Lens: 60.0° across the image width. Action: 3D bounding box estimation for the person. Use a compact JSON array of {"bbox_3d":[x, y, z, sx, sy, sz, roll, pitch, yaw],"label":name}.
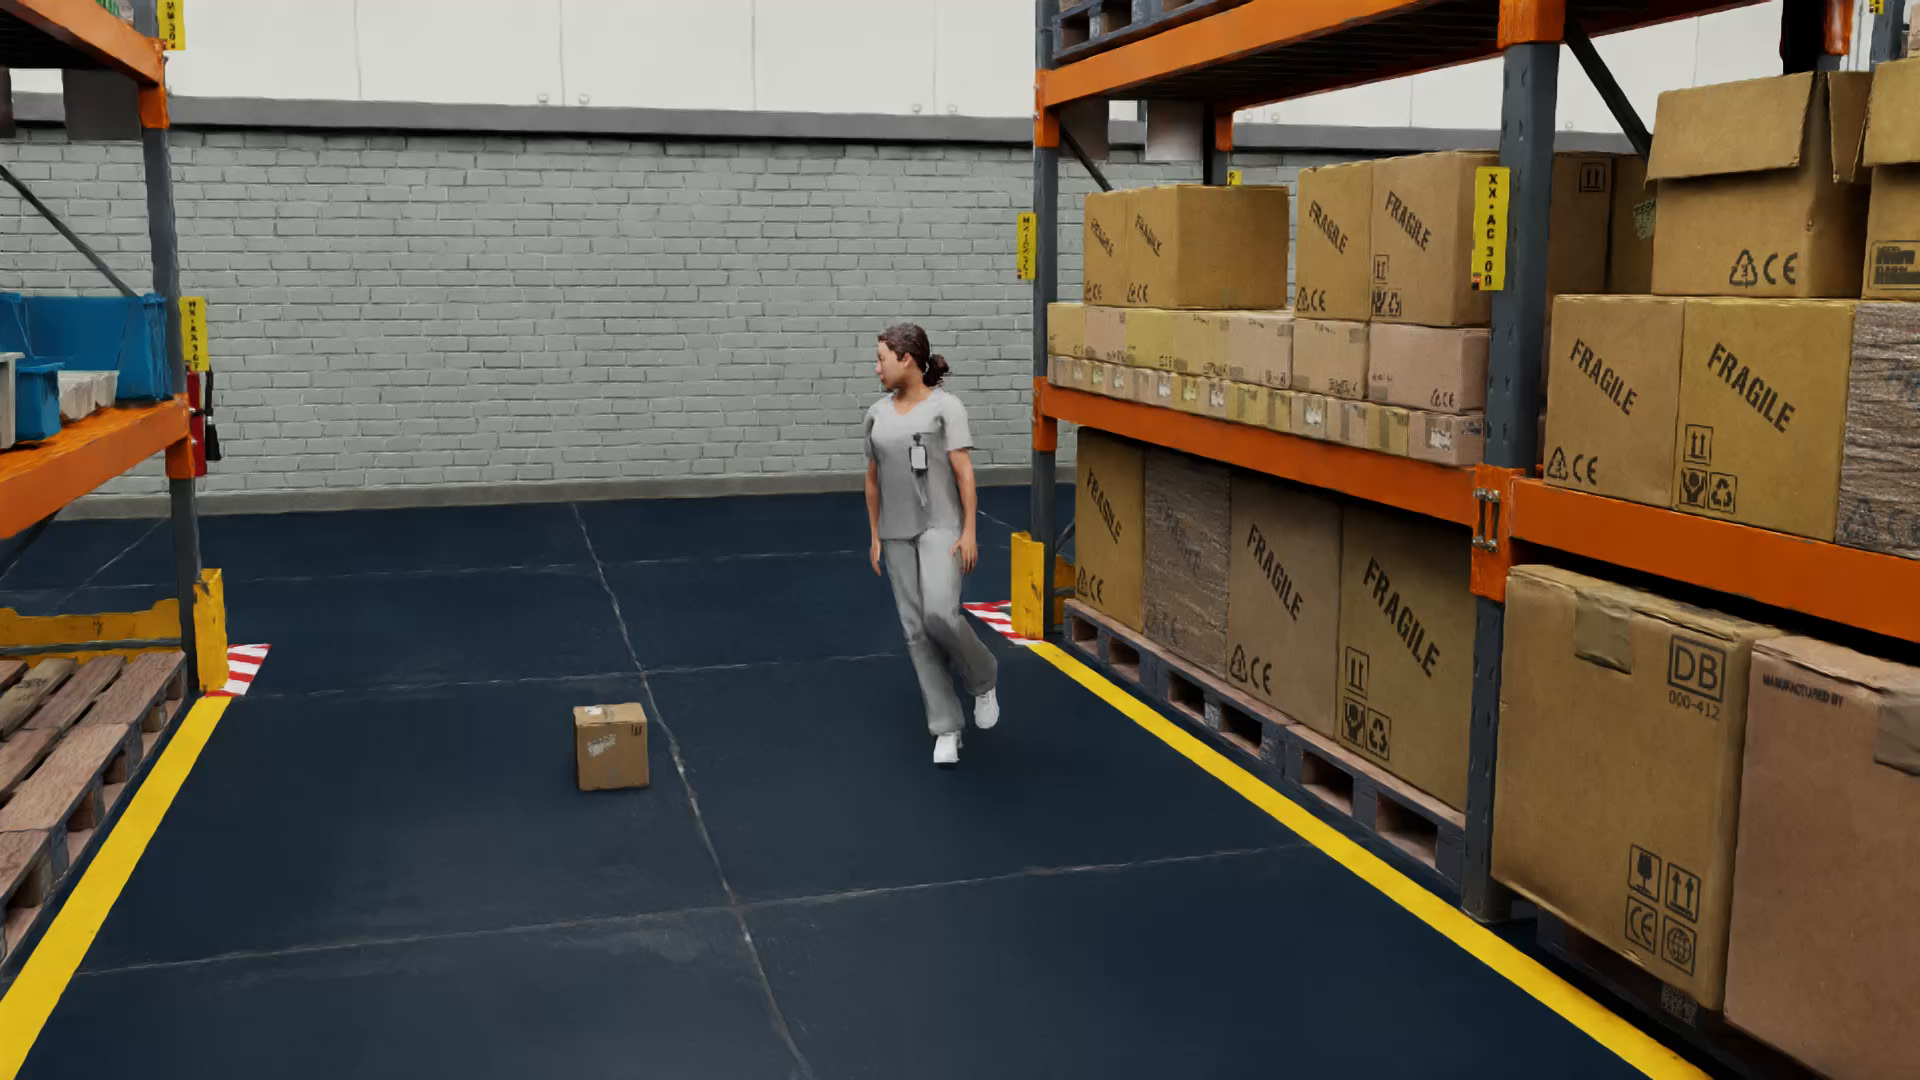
[{"bbox_3d":[-0.143,0.001,6.392,0.565,1.659,0.485,4,10,21],"label":"person"}]
